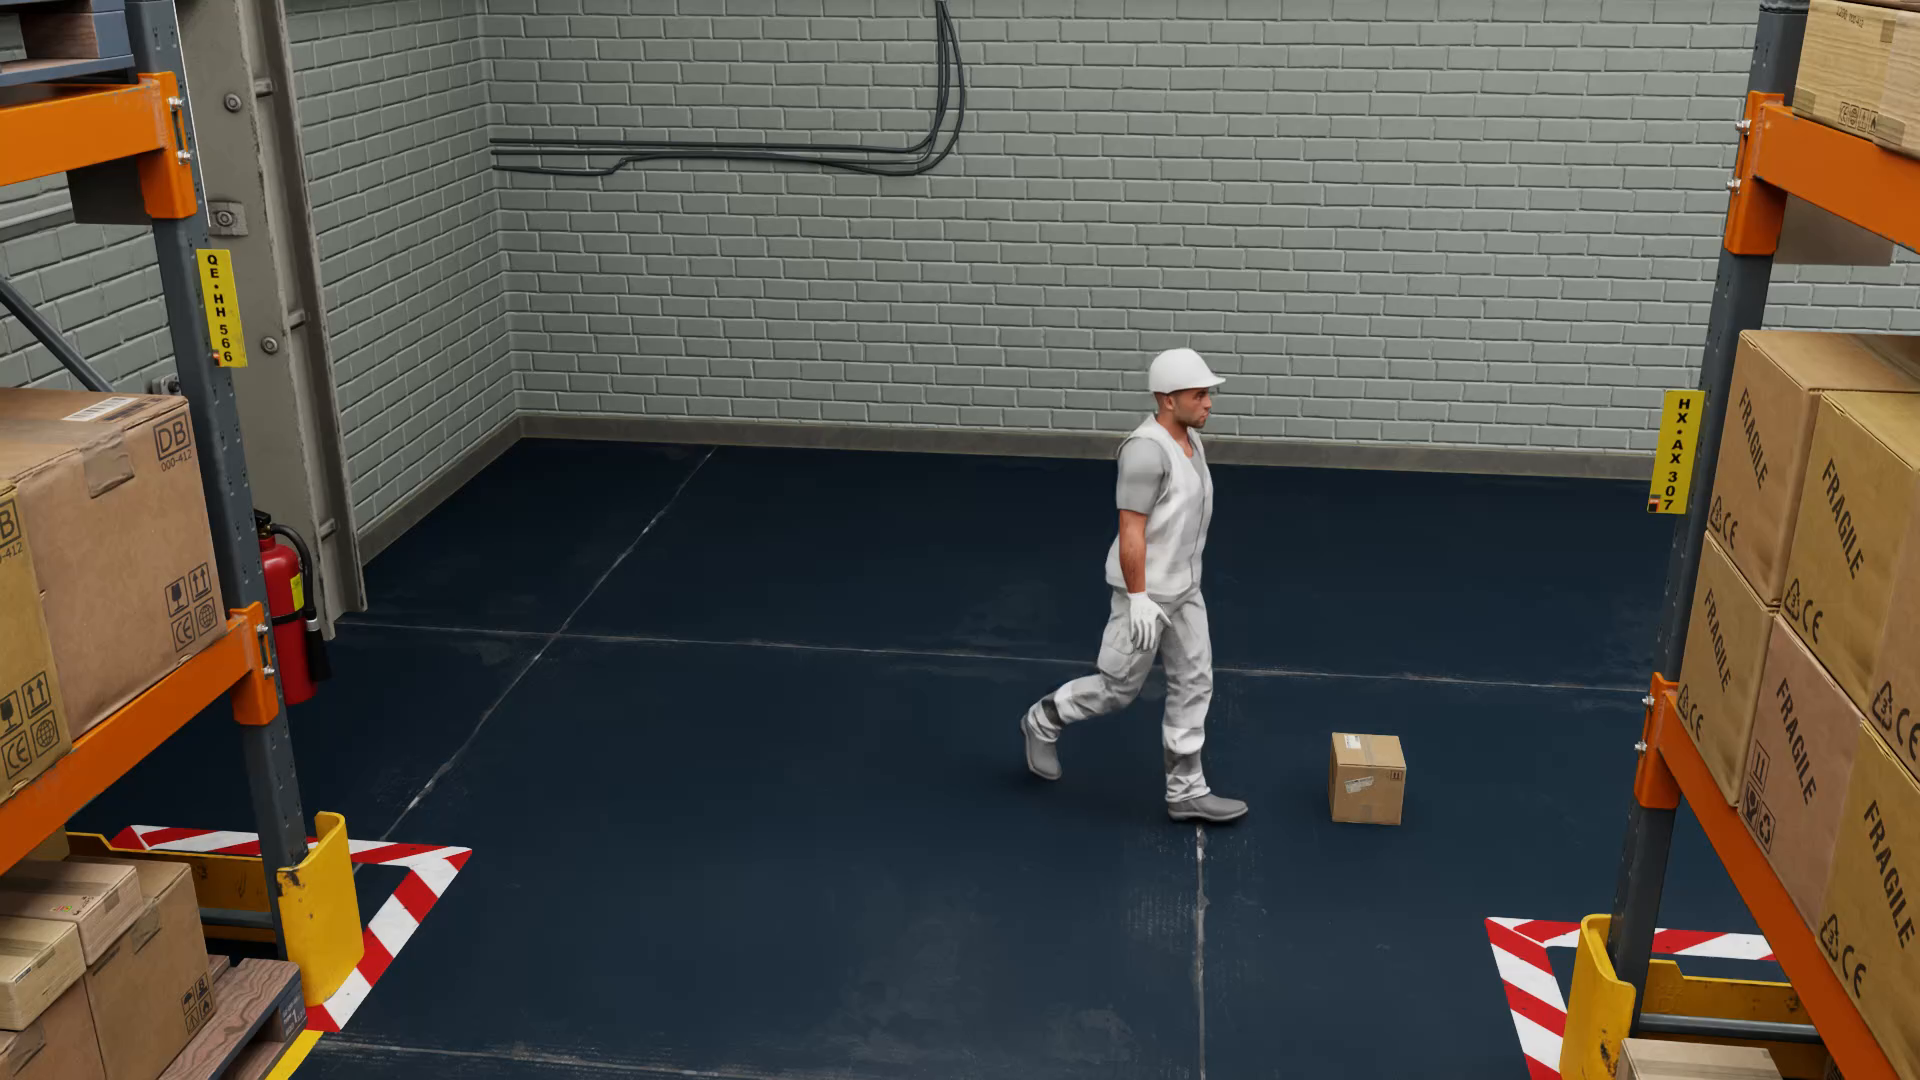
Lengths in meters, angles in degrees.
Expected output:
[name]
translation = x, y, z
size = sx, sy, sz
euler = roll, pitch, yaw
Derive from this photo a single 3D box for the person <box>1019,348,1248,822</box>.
[person]
translation = 0.669, 0.164, 6.134
size = 0.919, 1.767, 0.620
euler = 13, 24, 30
